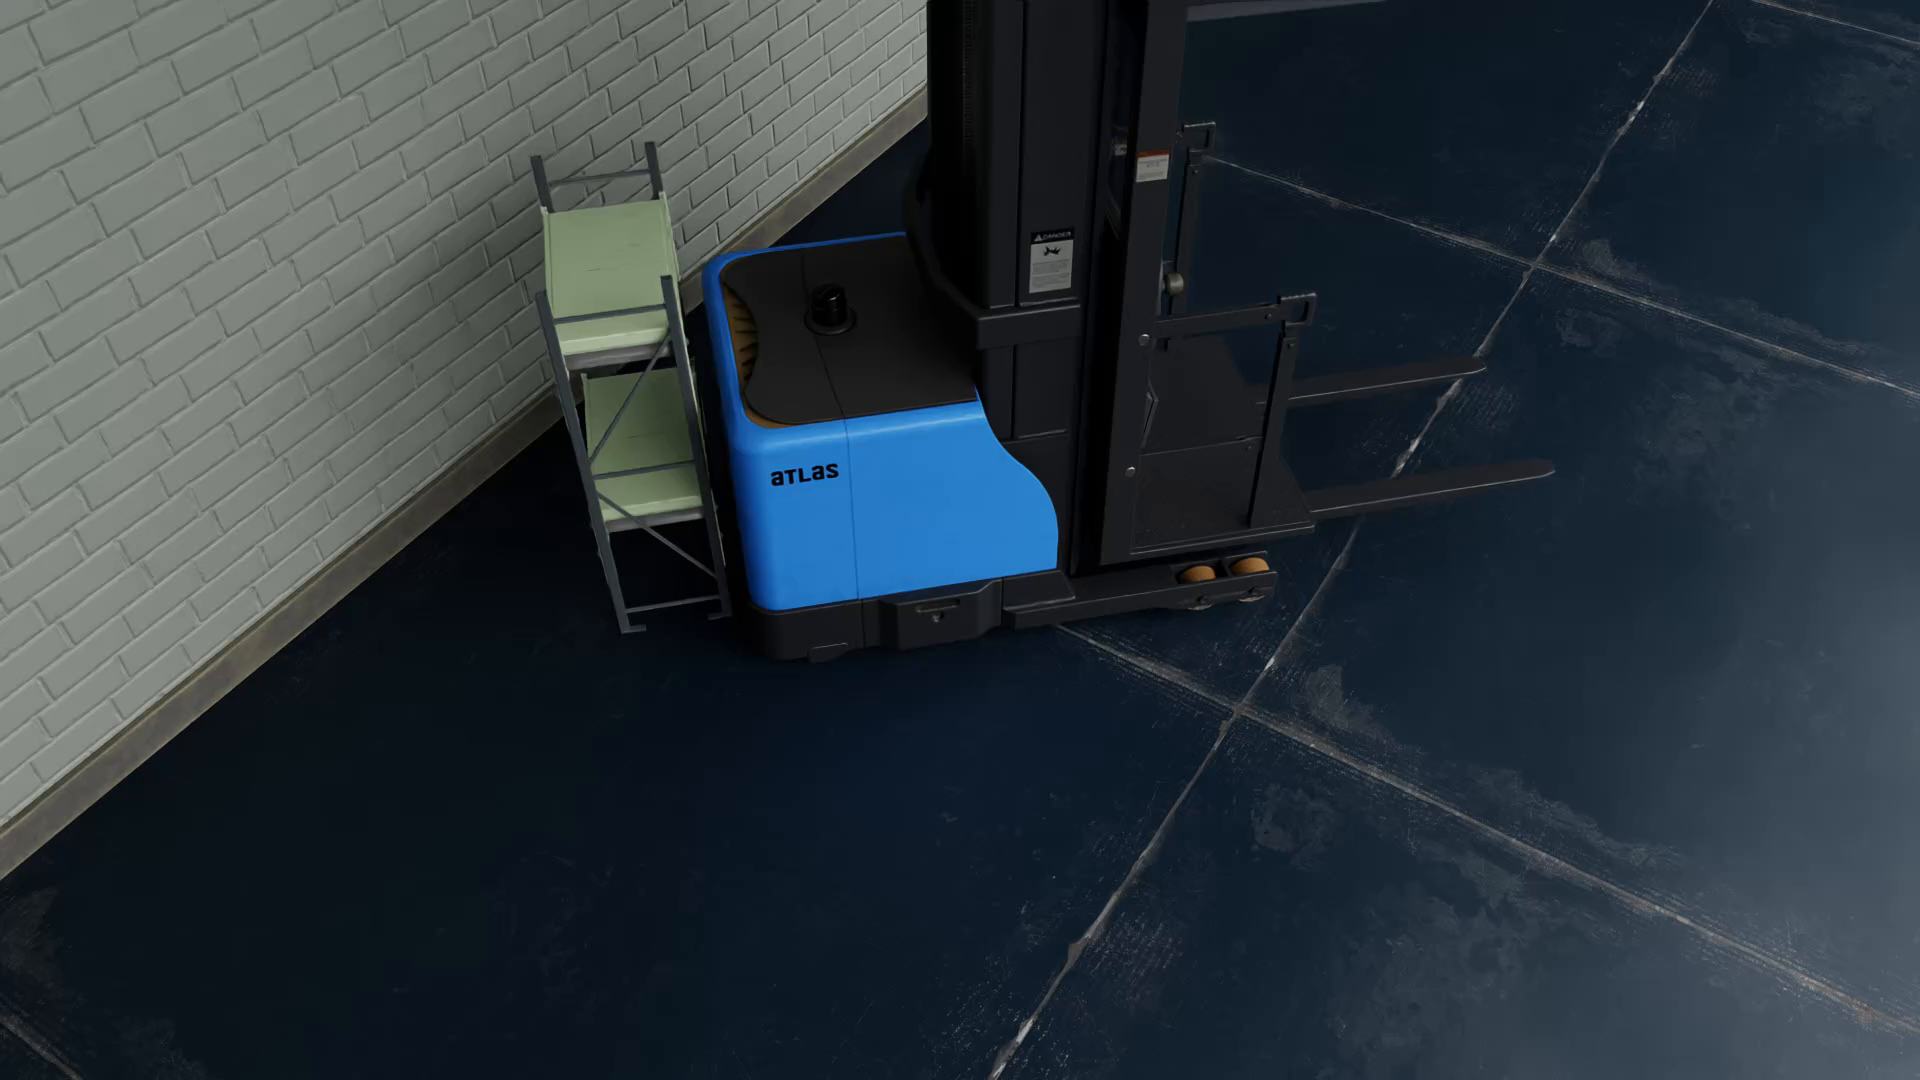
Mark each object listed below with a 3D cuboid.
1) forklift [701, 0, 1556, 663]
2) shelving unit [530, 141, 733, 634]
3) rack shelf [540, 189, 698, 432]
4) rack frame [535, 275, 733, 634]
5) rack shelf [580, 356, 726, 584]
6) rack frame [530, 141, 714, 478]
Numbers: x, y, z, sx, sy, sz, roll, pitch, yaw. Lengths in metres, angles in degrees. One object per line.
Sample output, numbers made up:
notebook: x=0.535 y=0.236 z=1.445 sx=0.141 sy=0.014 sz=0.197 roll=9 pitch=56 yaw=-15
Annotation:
forklift: x=0.670 y=-1.133 z=5.307 sx=3.031 sy=2.935 sz=1.130 roll=-9 pitch=46 yaw=-8
shelving unit: x=-1.100 y=-0.482 z=5.665 sx=0.431 sy=1.500 sz=0.755 roll=-9 pitch=46 yaw=-7
rack shelf: x=-1.108 y=-0.753 z=5.385 sx=0.431 sy=0.370 sz=0.720 roll=-9 pitch=46 yaw=-7
rack frame: x=-1.029 y=-0.224 z=5.415 sx=0.400 sy=1.500 sz=0.023 roll=-9 pitch=46 yaw=-7
rack shelf: x=-1.093 y=-0.256 z=5.900 sx=0.431 sy=0.370 sz=0.720 roll=-9 pitch=46 yaw=-7
rack frame: x=-1.171 y=-0.739 z=5.916 sx=0.400 sy=1.500 sz=0.023 roll=-9 pitch=46 yaw=-7
